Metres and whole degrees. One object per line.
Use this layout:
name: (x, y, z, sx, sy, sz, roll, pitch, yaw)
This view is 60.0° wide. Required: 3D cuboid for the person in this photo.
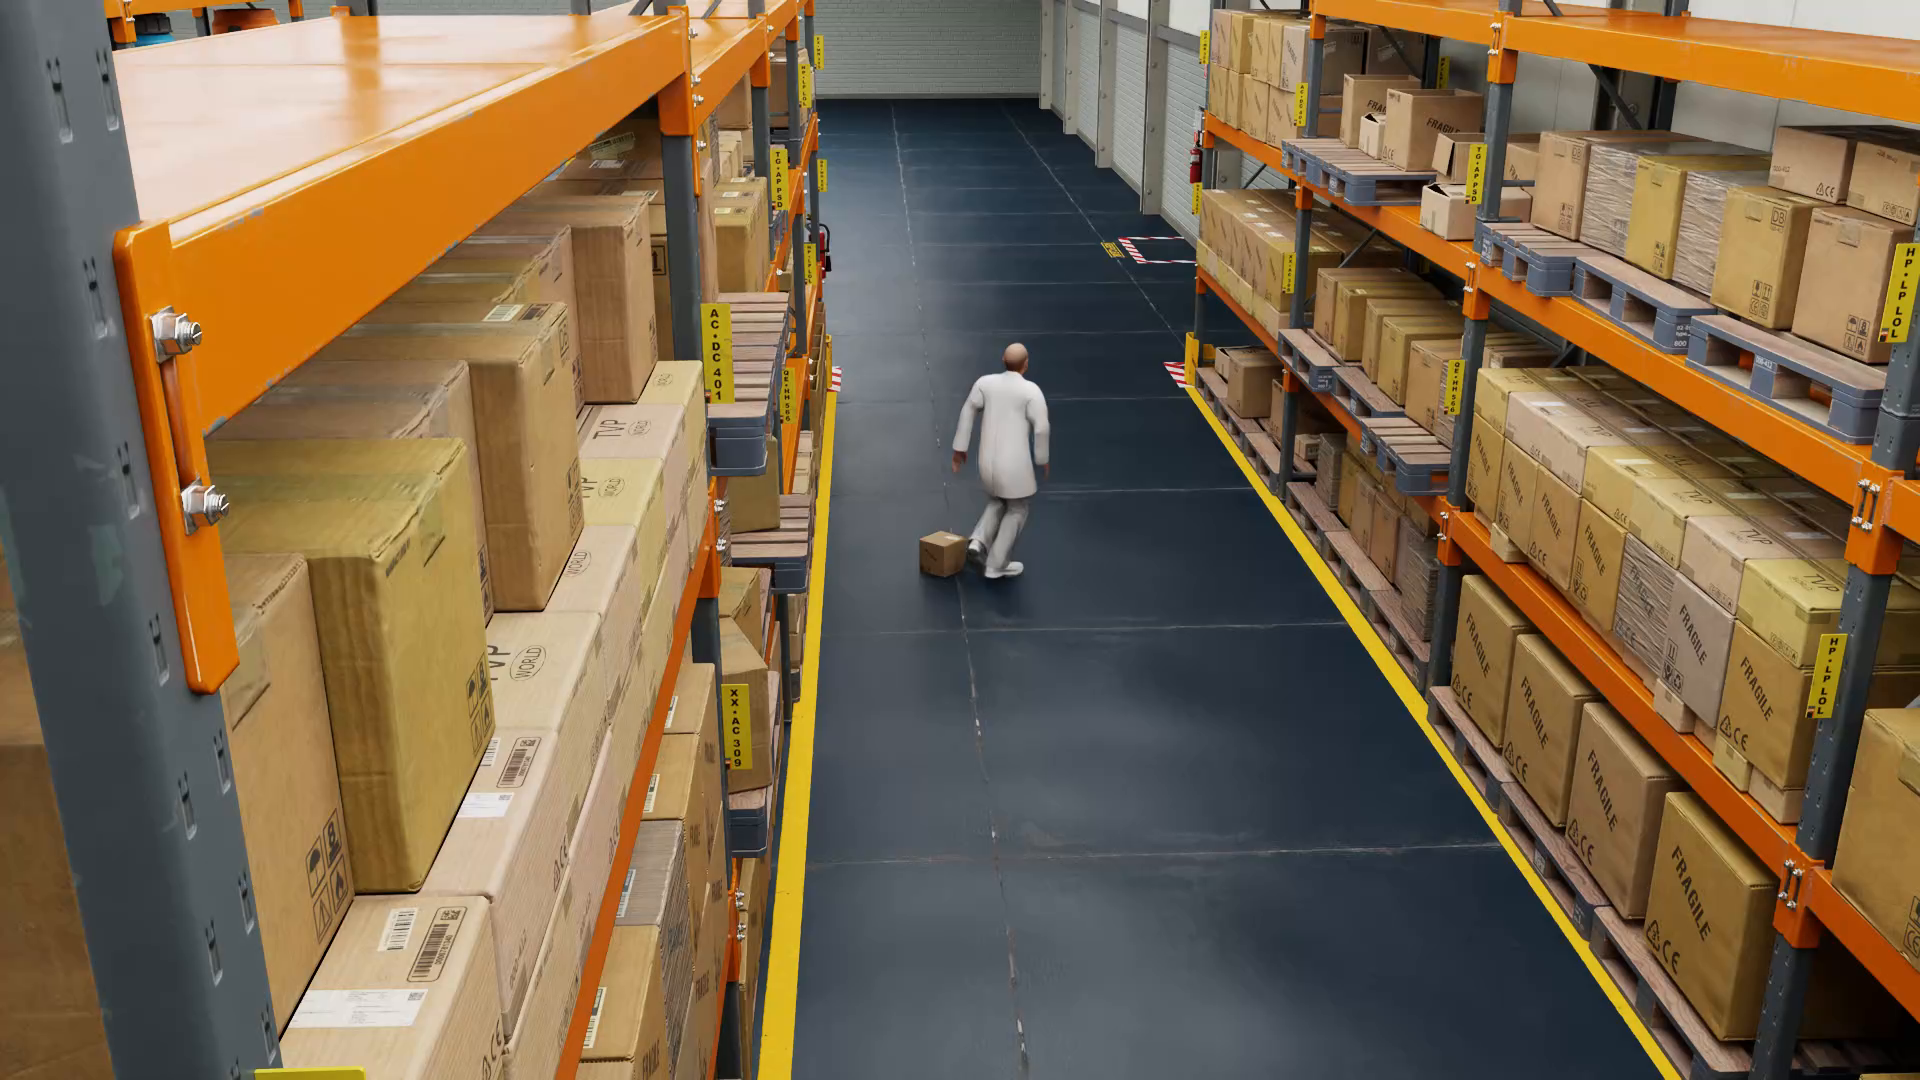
person: (0.287, -0.578, 12.265, 0.733, 1.721, 0.615, 14, 25, 34)
